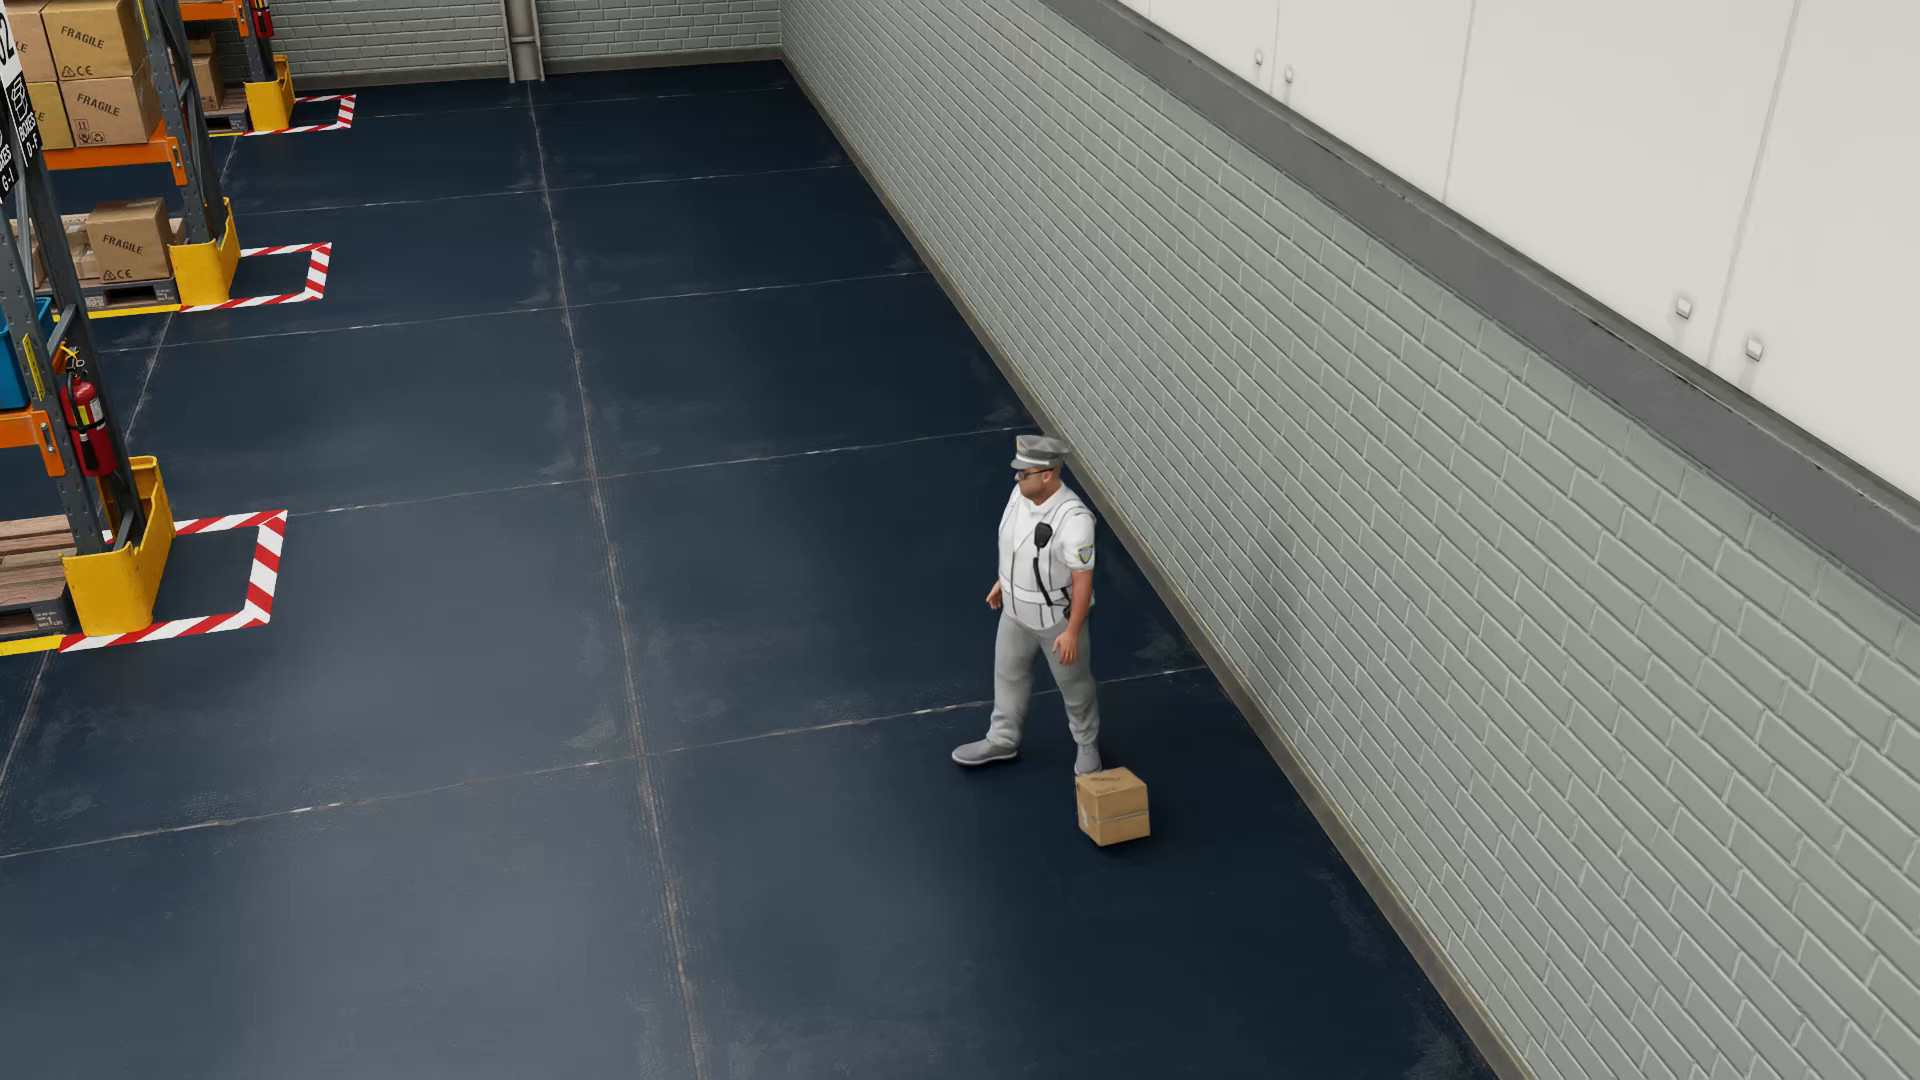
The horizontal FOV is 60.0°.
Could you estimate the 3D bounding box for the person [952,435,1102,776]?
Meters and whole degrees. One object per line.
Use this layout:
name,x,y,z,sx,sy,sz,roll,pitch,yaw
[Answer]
person,0.345,0.313,7.670,0.642,1.745,0.658,-23,37,-34
